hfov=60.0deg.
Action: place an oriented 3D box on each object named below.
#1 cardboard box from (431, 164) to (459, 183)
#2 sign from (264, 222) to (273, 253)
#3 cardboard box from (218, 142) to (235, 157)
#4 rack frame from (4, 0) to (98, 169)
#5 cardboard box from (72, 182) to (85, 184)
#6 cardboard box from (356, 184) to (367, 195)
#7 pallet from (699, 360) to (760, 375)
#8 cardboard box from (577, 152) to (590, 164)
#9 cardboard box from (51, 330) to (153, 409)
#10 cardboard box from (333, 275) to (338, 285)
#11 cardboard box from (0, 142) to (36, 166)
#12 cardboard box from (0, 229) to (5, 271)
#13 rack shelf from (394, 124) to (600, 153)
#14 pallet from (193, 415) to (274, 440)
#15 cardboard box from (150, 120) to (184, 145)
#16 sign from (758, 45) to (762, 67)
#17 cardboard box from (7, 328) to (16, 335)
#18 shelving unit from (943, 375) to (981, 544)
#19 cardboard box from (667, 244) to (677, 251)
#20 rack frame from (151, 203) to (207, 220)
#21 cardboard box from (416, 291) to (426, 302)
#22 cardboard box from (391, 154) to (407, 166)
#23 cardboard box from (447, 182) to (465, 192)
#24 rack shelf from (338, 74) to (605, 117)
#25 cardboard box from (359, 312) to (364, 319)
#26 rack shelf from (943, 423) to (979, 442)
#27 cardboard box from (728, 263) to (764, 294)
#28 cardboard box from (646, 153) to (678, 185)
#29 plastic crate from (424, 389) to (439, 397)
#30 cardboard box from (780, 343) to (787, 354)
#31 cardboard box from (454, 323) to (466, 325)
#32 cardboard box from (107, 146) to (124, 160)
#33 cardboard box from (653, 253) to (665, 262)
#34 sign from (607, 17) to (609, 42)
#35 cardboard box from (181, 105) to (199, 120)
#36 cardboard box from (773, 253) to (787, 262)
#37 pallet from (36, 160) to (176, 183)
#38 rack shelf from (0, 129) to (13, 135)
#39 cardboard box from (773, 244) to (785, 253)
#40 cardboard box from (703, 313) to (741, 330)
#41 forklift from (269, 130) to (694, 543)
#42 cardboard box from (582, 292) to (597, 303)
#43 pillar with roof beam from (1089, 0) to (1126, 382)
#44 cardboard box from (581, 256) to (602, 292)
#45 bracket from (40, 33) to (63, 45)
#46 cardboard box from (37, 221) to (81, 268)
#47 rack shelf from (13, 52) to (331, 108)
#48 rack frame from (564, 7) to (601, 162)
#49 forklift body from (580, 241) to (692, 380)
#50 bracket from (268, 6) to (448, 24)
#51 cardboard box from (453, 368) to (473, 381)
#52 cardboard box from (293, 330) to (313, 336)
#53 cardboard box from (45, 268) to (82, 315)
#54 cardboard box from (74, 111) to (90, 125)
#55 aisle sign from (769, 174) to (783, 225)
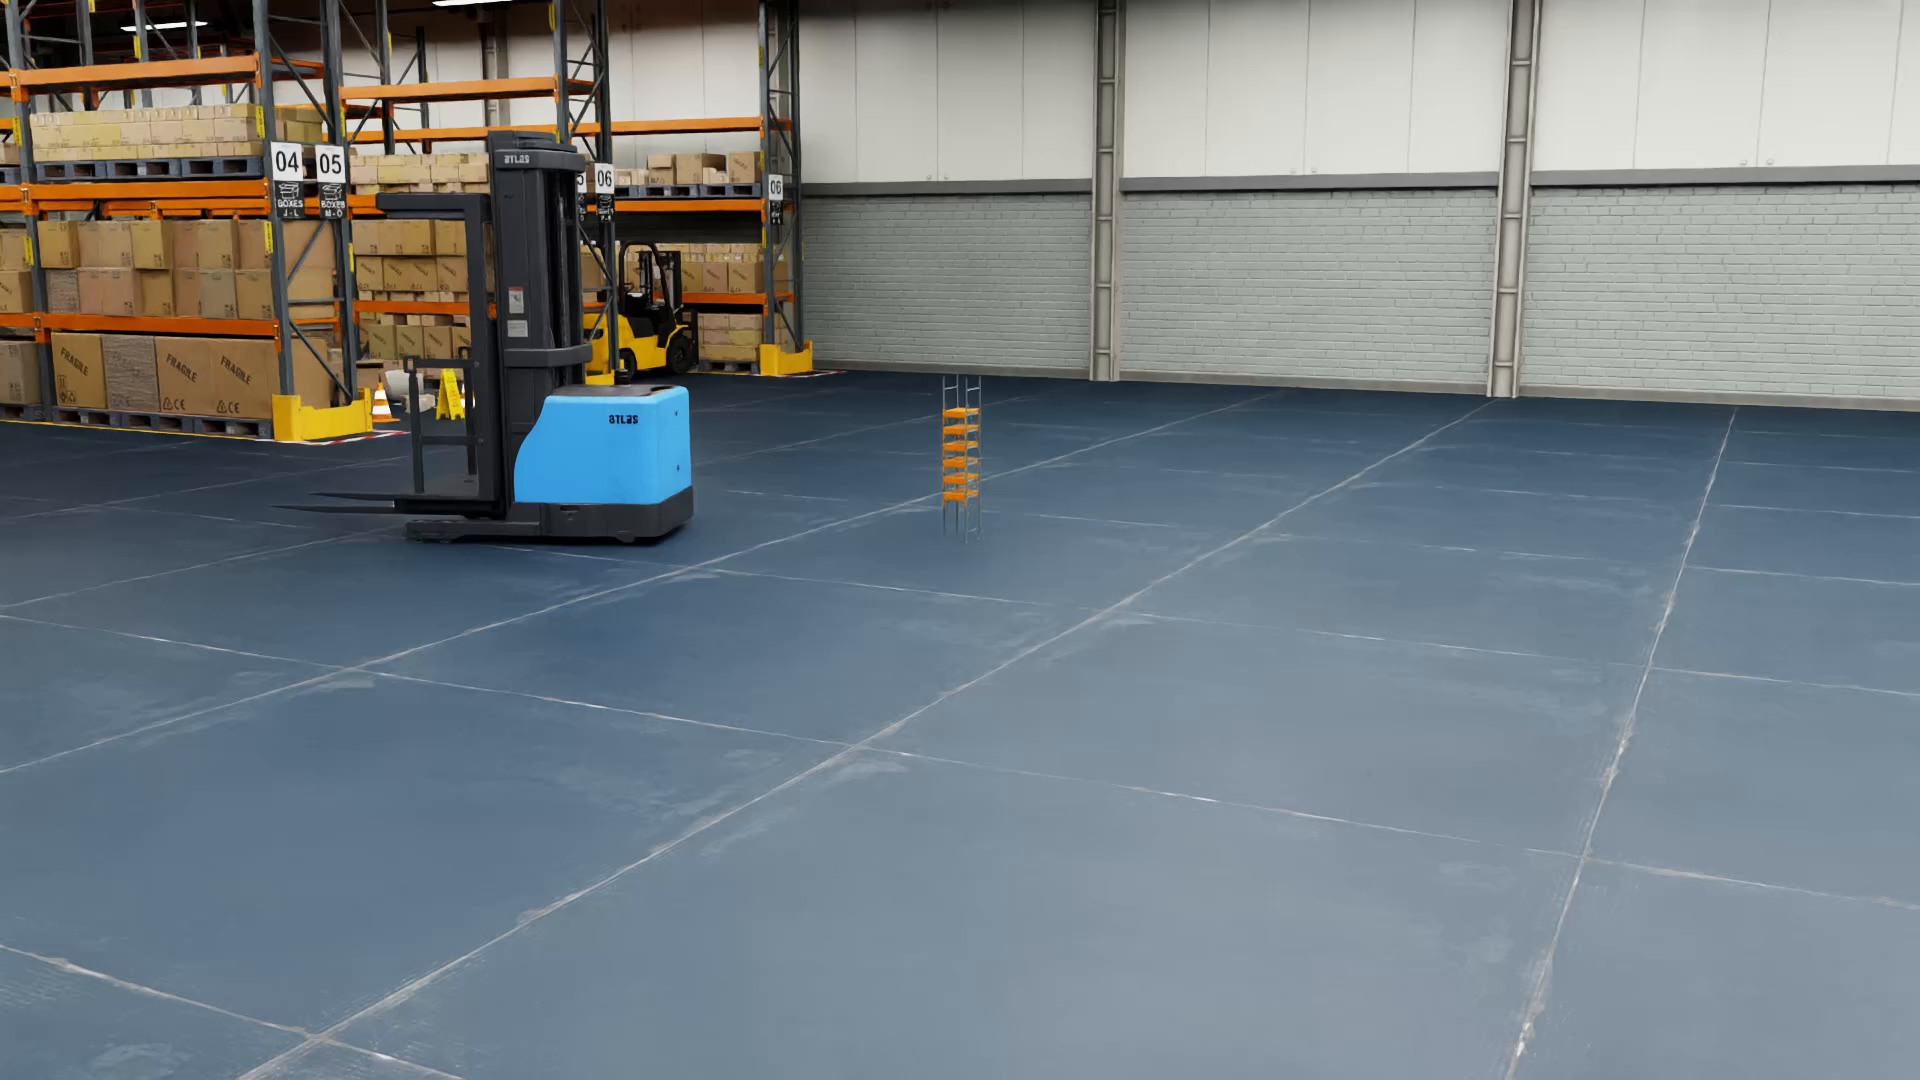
[{"bbox_3d":[-7.033,-5.120,23.263,0.500,0.250,0.500,5,11,26],"label":"cardboard box"},{"bbox_3d":[-7.435,-3.257,17.889,0.005,0.325,0.100,5,11,26],"label":"sign"},{"bbox_3d":[-7.857,-4.257,18.151,0.250,0.149,0.380,5,11,26],"label":"cardboard box"},{"bbox_3d":[-10.770,-5.924,19.693,0.127,3.000,1.000,5,11,26],"label":"rack frame"},{"bbox_3d":[-13.966,-5.910,26.579,0.500,0.500,0.500,5,11,26],"label":"cardboard box"},{"bbox_3d":[-8.497,-5.058,24.039,0.250,0.149,0.380,5,11,25],"label":"cardboard box"},{"bbox_3d":[-3.595,-2.930,27.824,1.213,0.211,1.003,5,11,26],"label":"pallet"},{"bbox_3d":[-5.312,-5.260,22.917,0.250,0.149,0.380,5,11,25],"label":"cardboard box"},{"bbox_3d":[-10.237,-2.072,20.044,0.875,0.875,0.875,5,11,27],"label":"cardboard box"},{"bbox_3d":[-9.254,-3.850,24.605,0.250,0.149,0.380,5,11,27],"label":"cardboard box"},{"bbox_3d":[-11.474,-4.660,20.094,0.500,0.250,0.500,5,11,26],"label":"cardboard box"},{"bbox_3d":[-11.680,-3.591,20.563,0.500,0.500,0.700,5,11,25],"label":"cardboard box"},{"bbox_3d":[-8.271,-7.122,29.458,4.000,0.370,1.077,5,11,26],"label":"rack shelf"},{"bbox_3d":[-7.934,-1.335,19.014,1.213,0.211,1.003,5,11,26],"label":"pallet"},{"bbox_3d":[-8.643,-4.534,18.564,0.500,0.250,0.500,5,11,25],"label":"cardboard box"},{"bbox_3d":[-3.143,-7.613,26.183,0.005,0.325,0.100,5,11,26],"label":"sign"},{"bbox_3d":[-16.360,-3.413,28.682,0.875,0.438,0.875,5,11,25],"label":"cardboard box"},{"bbox_3d":[0.013,-0.589,12.117,0.189,1.200,0.258,5,11,26],"label":"shelving unit"},{"bbox_3d":[-4.683,-4.877,27.820,0.250,0.149,0.380,5,11,27],"label":"cardboard box"},{"bbox_3d":[-12.257,-4.086,26.381,0.127,3.000,1.000,5,11,26],"label":"rack frame"},{"bbox_3d":[-7.569,-3.502,23.862,0.250,0.149,0.380,5,11,26],"label":"cardboard box"},{"bbox_3d":[-7.830,-5.375,23.550,0.250,0.149,0.380,5,11,25],"label":"cardboard box"},{"bbox_3d":[-6.924,-4.905,23.191,0.250,0.149,0.380,5,11,25],"label":"cardboard box"},{"bbox_3d":[-6.877,-6.209,23.299,4.000,0.370,1.077,5,11,26],"label":"rack shelf"},{"bbox_3d":[-11.095,-4.217,31.127,0.250,0.149,0.380,5,11,24],"label":"cardboard box"},{"bbox_3d":[0.013,-0.782,12.082,0.180,0.103,0.258,5,11,26],"label":"rack shelf"},{"bbox_3d":[-3.448,-4.294,27.254,0.500,0.500,0.500,5,11,25],"label":"cardboard box"},{"bbox_3d":[-4.777,-6.176,27.758,0.637,0.503,0.797,5,12,28],"label":"cardboard box"},{"bbox_3d":[-7.625,-2.079,23.493,0.583,0.080,0.402,1,10,6],"label":"plastic crate"},{"bbox_3d":[-3.244,-3.172,27.874,0.500,0.250,0.500,5,11,26],"label":"cardboard box"},{"bbox_3d":[-7.106,-2.909,24.319,0.500,0.500,0.500,6,12,29],"label":"cardboard box"},{"bbox_3d":[-9.451,-4.397,18.925,0.250,0.149,0.380,5,11,26],"label":"cardboard box"},{"bbox_3d":[-4.930,-4.740,27.893,0.250,0.149,0.380,5,11,25],"label":"cardboard box"},{"bbox_3d":[-4.843,-6.992,22.752,0.005,0.325,0.100,5,11,26],"label":"sign"},{"bbox_3d":[-8.321,-4.690,18.304,0.250,0.149,0.380,5,12,27],"label":"cardboard box"},{"bbox_3d":[-3.080,-4.685,27.590,0.250,0.149,0.380,5,11,24],"label":"cardboard box"},{"bbox_3d":[-10.041,-4.338,19.603,1.213,0.211,1.003,5,11,26],"label":"pallet"},{"bbox_3d":[-17.638,-6.960,28.559,4.000,0.370,1.077,5,11,26],"label":"rack shelf"},{"bbox_3d":[-3.097,-4.823,27.522,0.250,0.149,0.380,5,11,25],"label":"cardboard box"},{"bbox_3d":[-3.902,-3.620,27.541,0.500,0.250,0.500,5,12,27],"label":"cardboard box"},{"bbox_3d":[-3.611,-1.510,12.343,3.031,2.935,1.130,1,10,6],"label":"forklift"},{"bbox_3d":[-5.296,-3.391,23.251,0.250,0.149,0.380,5,11,26],"label":"cardboard box"},{"bbox_3d":[0.360,-6.239,21.433,0.400,9.000,9.100,5,11,26],"label":"pillar with roof beam"},{"bbox_3d":[-5.385,-3.732,23.314,0.500,0.500,0.500,5,11,25],"label":"cardboard box"},{"bbox_3d":[-19.043,-10.499,34.867,0.430,0.232,0.235,5,11,26],"label":"bracket"},{"bbox_3d":[-10.454,-3.542,19.927,0.550,0.550,0.875,5,11,26],"label":"cardboard box"},{"bbox_3d":[-8.976,-5.215,18.922,4.000,0.370,1.077,5,11,26],"label":"rack shelf"},{"bbox_3d":[-6.477,-7.515,28.487,0.127,3.000,1.000,5,11,26],"label":"rack frame"},{"bbox_3d":[-5.398,-3.689,26.571,1.214,2.155,2.313,5,11,26],"label":"forklift body"},{"bbox_3d":[-11.336,-9.822,31.125,4.783,0.066,0.076,5,11,26],"label":"bracket"},{"bbox_3d":[-6.860,-2.412,23.676,0.500,0.250,0.500,5,11,24],"label":"cardboard box"},{"bbox_3d":[-12.390,-4.016,31.837,0.500,0.500,0.500,5,11,24],"label":"cardboard box"},{"bbox_3d":[-10.434,-3.018,20.064,0.550,0.550,0.875,5,11,26],"label":"cardboard box"},{"bbox_3d":[-9.910,-4.830,19.076,0.250,0.149,0.380,5,11,25],"label":"cardboard box"},{"bbox_3d":[-2.961,-5.475,26.761,0.004,0.787,0.394,5,11,26],"label":"aisle sign"}]
